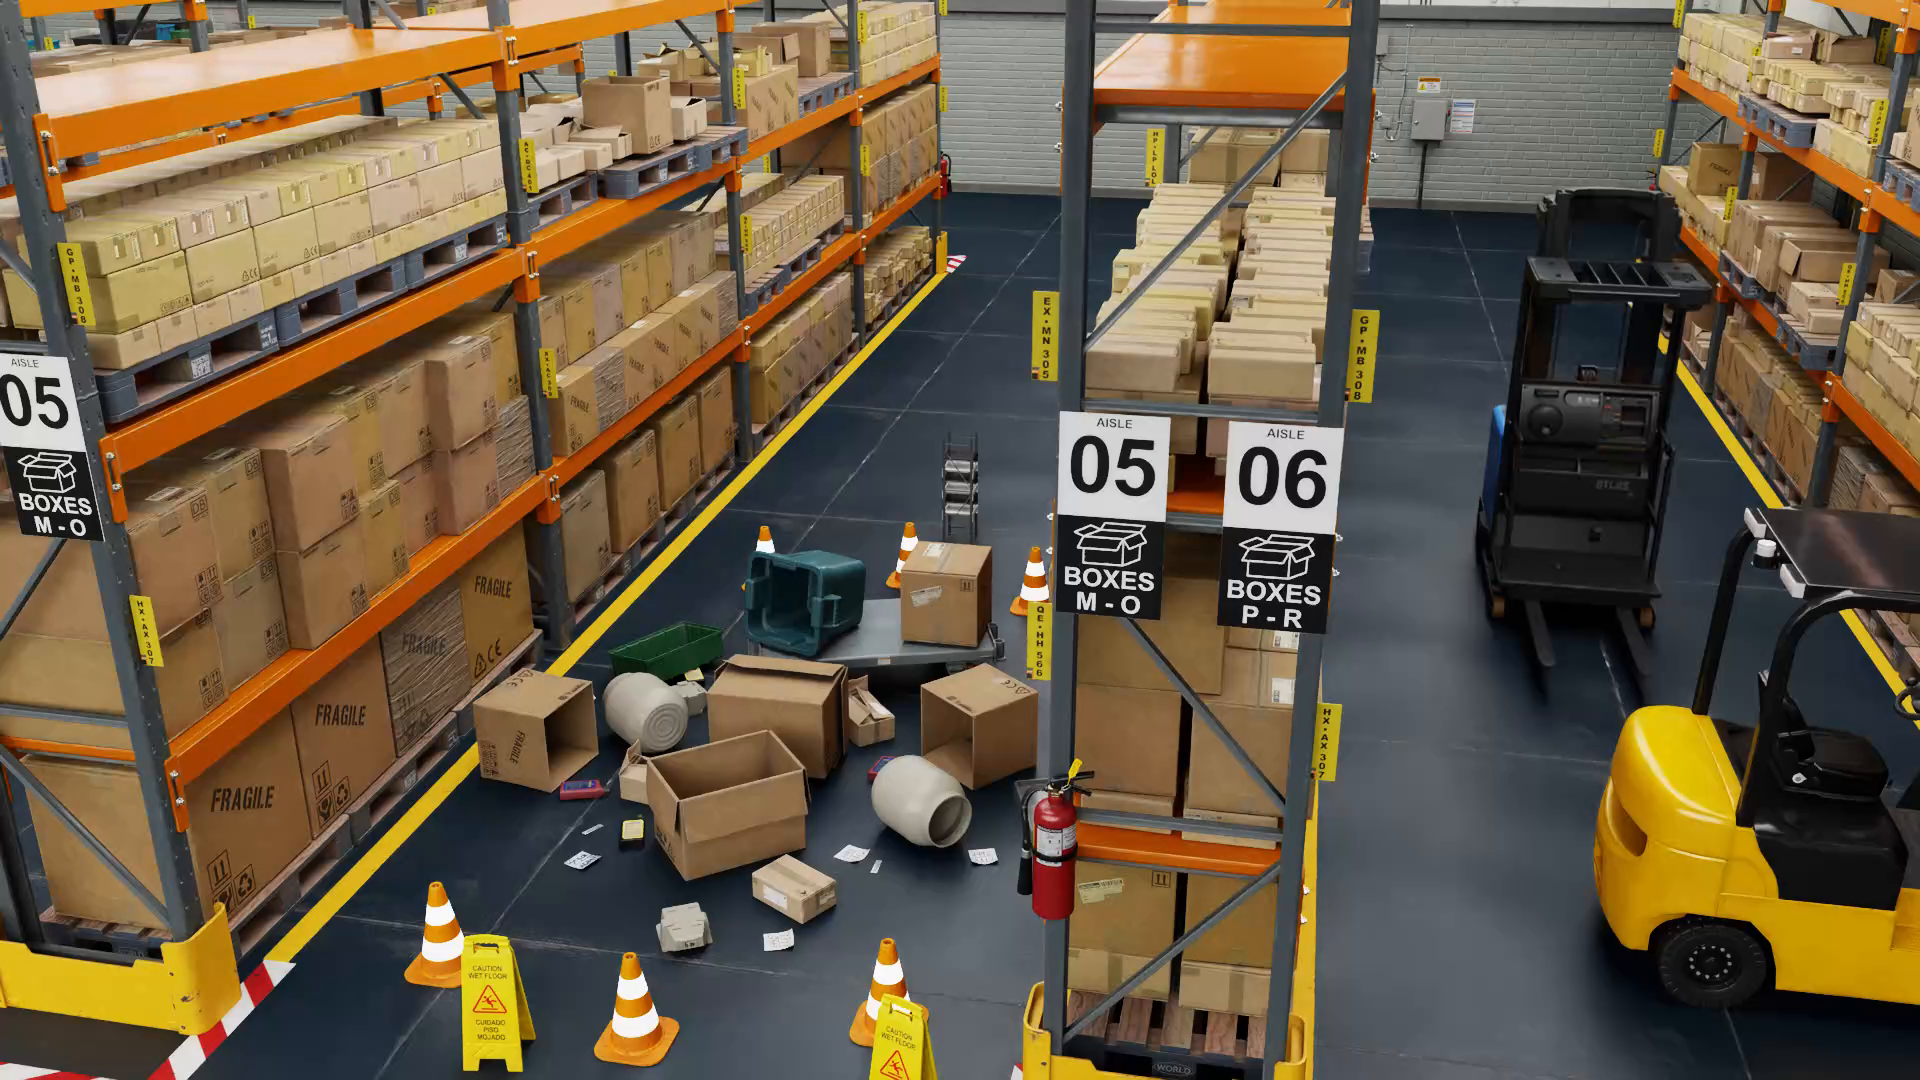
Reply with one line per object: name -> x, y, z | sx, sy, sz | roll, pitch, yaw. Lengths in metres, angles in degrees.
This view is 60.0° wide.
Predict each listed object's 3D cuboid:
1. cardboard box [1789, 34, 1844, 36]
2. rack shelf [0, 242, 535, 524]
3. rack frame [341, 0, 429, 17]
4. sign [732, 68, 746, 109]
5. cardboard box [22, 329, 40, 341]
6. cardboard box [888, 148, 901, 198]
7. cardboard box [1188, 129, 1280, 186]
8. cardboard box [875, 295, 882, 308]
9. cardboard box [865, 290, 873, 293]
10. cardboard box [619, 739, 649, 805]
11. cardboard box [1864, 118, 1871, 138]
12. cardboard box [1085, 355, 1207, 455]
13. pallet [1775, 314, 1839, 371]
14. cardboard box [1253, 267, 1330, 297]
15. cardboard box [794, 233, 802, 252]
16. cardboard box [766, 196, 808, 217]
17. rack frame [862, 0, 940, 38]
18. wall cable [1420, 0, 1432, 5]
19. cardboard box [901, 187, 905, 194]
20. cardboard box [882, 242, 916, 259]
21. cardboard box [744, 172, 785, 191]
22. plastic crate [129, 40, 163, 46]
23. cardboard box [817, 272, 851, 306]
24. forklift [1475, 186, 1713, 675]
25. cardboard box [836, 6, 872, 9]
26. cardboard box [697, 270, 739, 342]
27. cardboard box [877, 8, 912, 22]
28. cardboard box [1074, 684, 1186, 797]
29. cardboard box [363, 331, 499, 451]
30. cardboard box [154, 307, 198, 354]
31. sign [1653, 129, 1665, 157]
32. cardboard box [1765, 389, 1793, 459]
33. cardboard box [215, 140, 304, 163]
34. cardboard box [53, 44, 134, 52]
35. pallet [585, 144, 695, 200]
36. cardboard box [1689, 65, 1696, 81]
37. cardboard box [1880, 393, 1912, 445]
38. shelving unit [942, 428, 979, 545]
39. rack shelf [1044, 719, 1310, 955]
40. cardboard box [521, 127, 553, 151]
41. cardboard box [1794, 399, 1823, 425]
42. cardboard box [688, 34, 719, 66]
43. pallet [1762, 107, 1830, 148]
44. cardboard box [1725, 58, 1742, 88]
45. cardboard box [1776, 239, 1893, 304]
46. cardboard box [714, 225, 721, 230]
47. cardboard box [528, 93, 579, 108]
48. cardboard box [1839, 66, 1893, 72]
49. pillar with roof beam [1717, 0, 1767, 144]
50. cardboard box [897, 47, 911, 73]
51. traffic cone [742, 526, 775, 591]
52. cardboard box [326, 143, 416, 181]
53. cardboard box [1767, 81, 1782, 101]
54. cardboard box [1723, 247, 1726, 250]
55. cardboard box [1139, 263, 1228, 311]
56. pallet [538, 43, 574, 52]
cardboard box -> 8.626, -4.929, 16.696 | 0.500, 0.250, 0.500 | 4, 22, 9
rack shelf -> -3.611, -1.006, 8.783 | 1.077, 0.370, 4.000 | 4, 22, 11
rack frame -> -6.405, -6.803, 18.199 | 1.000, 3.000, 0.127 | 4, 22, 11
sign -> -1.845, -3.765, 13.873 | 0.100, 0.325, 0.005 | 4, 22, 11
cardboard box -> -4.231, -0.972, 7.377 | 0.380, 0.149, 0.250 | 5, 22, 11
cardboard box -> -0.991, -4.314, 19.519 | 0.500, 0.500, 0.500 | 4, 22, 10
cardboard box -> 1.657, -2.309, 10.026 | 0.500, 0.250, 0.500 | 5, 22, 12
cardboard box -> -1.127, -2.778, 19.491 | 0.380, 0.149, 0.250 | 4, 22, 11
cardboard box -> -1.219, -2.823, 19.204 | 0.380, 0.149, 0.250 | 5, 22, 11
cardboard box -> -1.750, 1.358, 9.626 | 0.396, 0.266, 0.258 | 8, 23, 20
cardboard box -> 7.249, -3.173, 12.868 | 0.380, 0.149, 0.250 | 4, 22, 10
cardboard box -> 0.688, -0.543, 6.475 | 0.500, 0.250, 0.500 | 4, 22, 10
pallet -> 7.410, -1.589, 13.541 | 1.213, 0.211, 1.003 | 4, 22, 11
cardboard box -> 1.481, -1.089, 7.295 | 0.380, 0.149, 0.250 | 5, 22, 12
cardboard box -> -1.775, -2.949, 16.434 | 0.380, 0.149, 0.250 | 4, 22, 9
cardboard box -> -1.728, -3.321, 16.562 | 0.380, 0.149, 0.250 | 3, 22, 9
rack frame -> -0.754, -7.851, 20.801 | 1.000, 3.000, 0.127 | 4, 22, 11
wall cable -> 8.453, -9.345, 24.461 | 2.988, 3.039, 0.133 | 4, 22, 11
cardboard box -> -0.893, -4.346, 20.466 | 0.380, 0.149, 0.250 | 4, 22, 9
cardboard box -> -0.765, -3.619, 20.782 | 0.380, 0.149, 0.250 | 5, 23, 13
cardboard box -> -2.101, -3.850, 17.876 | 0.380, 0.149, 0.250 | 6, 23, 14
plastic crate -> -10.616, -6.355, 21.456 | 0.437, 0.136, 0.530 | 4, 22, 11
cardboard box -> -1.475, -2.697, 17.814 | 0.500, 0.250, 0.500 | 4, 22, 9
forklift -> 4.412, -0.871, 11.593 | 1.130, 2.935, 3.031 | 5, 22, 11
cardboard box -> -1.290, -6.431, 20.289 | 0.380, 0.149, 0.250 | 5, 22, 12
cardboard box -> -2.215, -2.003, 14.179 | 0.500, 0.500, 0.500 | 4, 22, 11
cardboard box -> -0.791, -6.293, 19.947 | 0.380, 0.149, 0.250 | 4, 22, 10
cardboard box -> 0.689, 0.720, 7.018 | 0.500, 0.500, 0.500 | 4, 22, 10
cardboard box -> -3.310, -0.907, 9.945 | 0.875, 0.550, 0.550 | 4, 22, 11
cardboard box -> -3.584, -0.927, 7.264 | 0.380, 0.149, 0.250 | 5, 22, 11
sign -> 8.441, -4.793, 20.081 | 0.100, 0.325, 0.005 | 4, 22, 11
cardboard box -> 7.432, -1.005, 14.617 | 0.500, 0.500, 0.500 | 5, 23, 13
cardboard box -> -3.816, -2.085, 9.073 | 0.380, 0.149, 0.250 | 5, 22, 11
cardboard box -> -7.569, -4.075, 14.637 | 0.500, 0.500, 0.500 | 5, 22, 11
pallet -> -2.691, -2.797, 12.521 | 1.003, 0.211, 1.213 | 6, 23, 13
cardboard box -> 8.431, -5.253, 18.702 | 0.380, 0.149, 0.250 | 5, 22, 12
cardboard box -> 6.805, -0.839, 11.622 | 0.500, 0.250, 0.500 | 4, 22, 9
shelving unit -> 0.002, -0.420, 13.193 | 0.258, 0.900, 0.210 | 4, 22, 11
rack shelf -> 1.256, 0.726, 8.498 | 1.077, 0.370, 4.000 | 4, 22, 11
cardboard box -> -3.166, -2.711, 11.558 | 0.500, 0.250, 0.500 | 4, 22, 10
cardboard box -> 7.218, -1.063, 13.893 | 0.380, 0.149, 0.250 | 3, 22, 8
cardboard box -> -2.316, -4.575, 15.524 | 0.396, 0.266, 0.258 | 4, 22, 11
pallet -> 7.746, -3.579, 14.462 | 1.213, 0.211, 1.003 | 4, 22, 11
cardboard box -> 8.105, -4.734, 16.880 | 0.500, 0.250, 0.500 | 4, 22, 9
cardboard box -> 7.492, -2.279, 14.296 | 0.797, 0.503, 0.637 | 4, 22, 10
cardboard box -> -2.523, -2.950, 16.040 | 0.380, 0.149, 0.250 | 4, 22, 11
cardboard box -> -5.431, -5.701, 22.293 | 0.500, 0.500, 0.500 | 5, 22, 12
cardboard box -> 8.074, -4.140, 14.846 | 0.380, 0.149, 0.250 | 5, 22, 12
pillar with roof beam -> 6.191, -8.379, 22.113 | 9.100, 9.000, 0.400 | 4, 22, 11
cardboard box -> -0.888, -5.640, 19.527 | 0.500, 0.250, 0.500 | 5, 23, 13
traffic cone -> -1.451, 0.122, 12.431 | 0.336, 0.463, 0.334 | 4, 22, 11
cardboard box -> -3.171, -2.036, 8.953 | 0.380, 0.149, 0.250 | 5, 22, 11
cardboard box -> 7.528, -4.047, 15.011 | 0.380, 0.149, 0.250 | 5, 22, 12
cardboard box -> 7.974, -2.907, 16.893 | 0.380, 0.149, 0.250 | 5, 22, 12
cardboard box -> 0.990, -1.124, 7.384 | 0.380, 0.149, 0.250 | 4, 22, 9
pallet -> -5.730, -6.561, 21.733 | 1.003, 0.211, 1.213 | 4, 22, 11
